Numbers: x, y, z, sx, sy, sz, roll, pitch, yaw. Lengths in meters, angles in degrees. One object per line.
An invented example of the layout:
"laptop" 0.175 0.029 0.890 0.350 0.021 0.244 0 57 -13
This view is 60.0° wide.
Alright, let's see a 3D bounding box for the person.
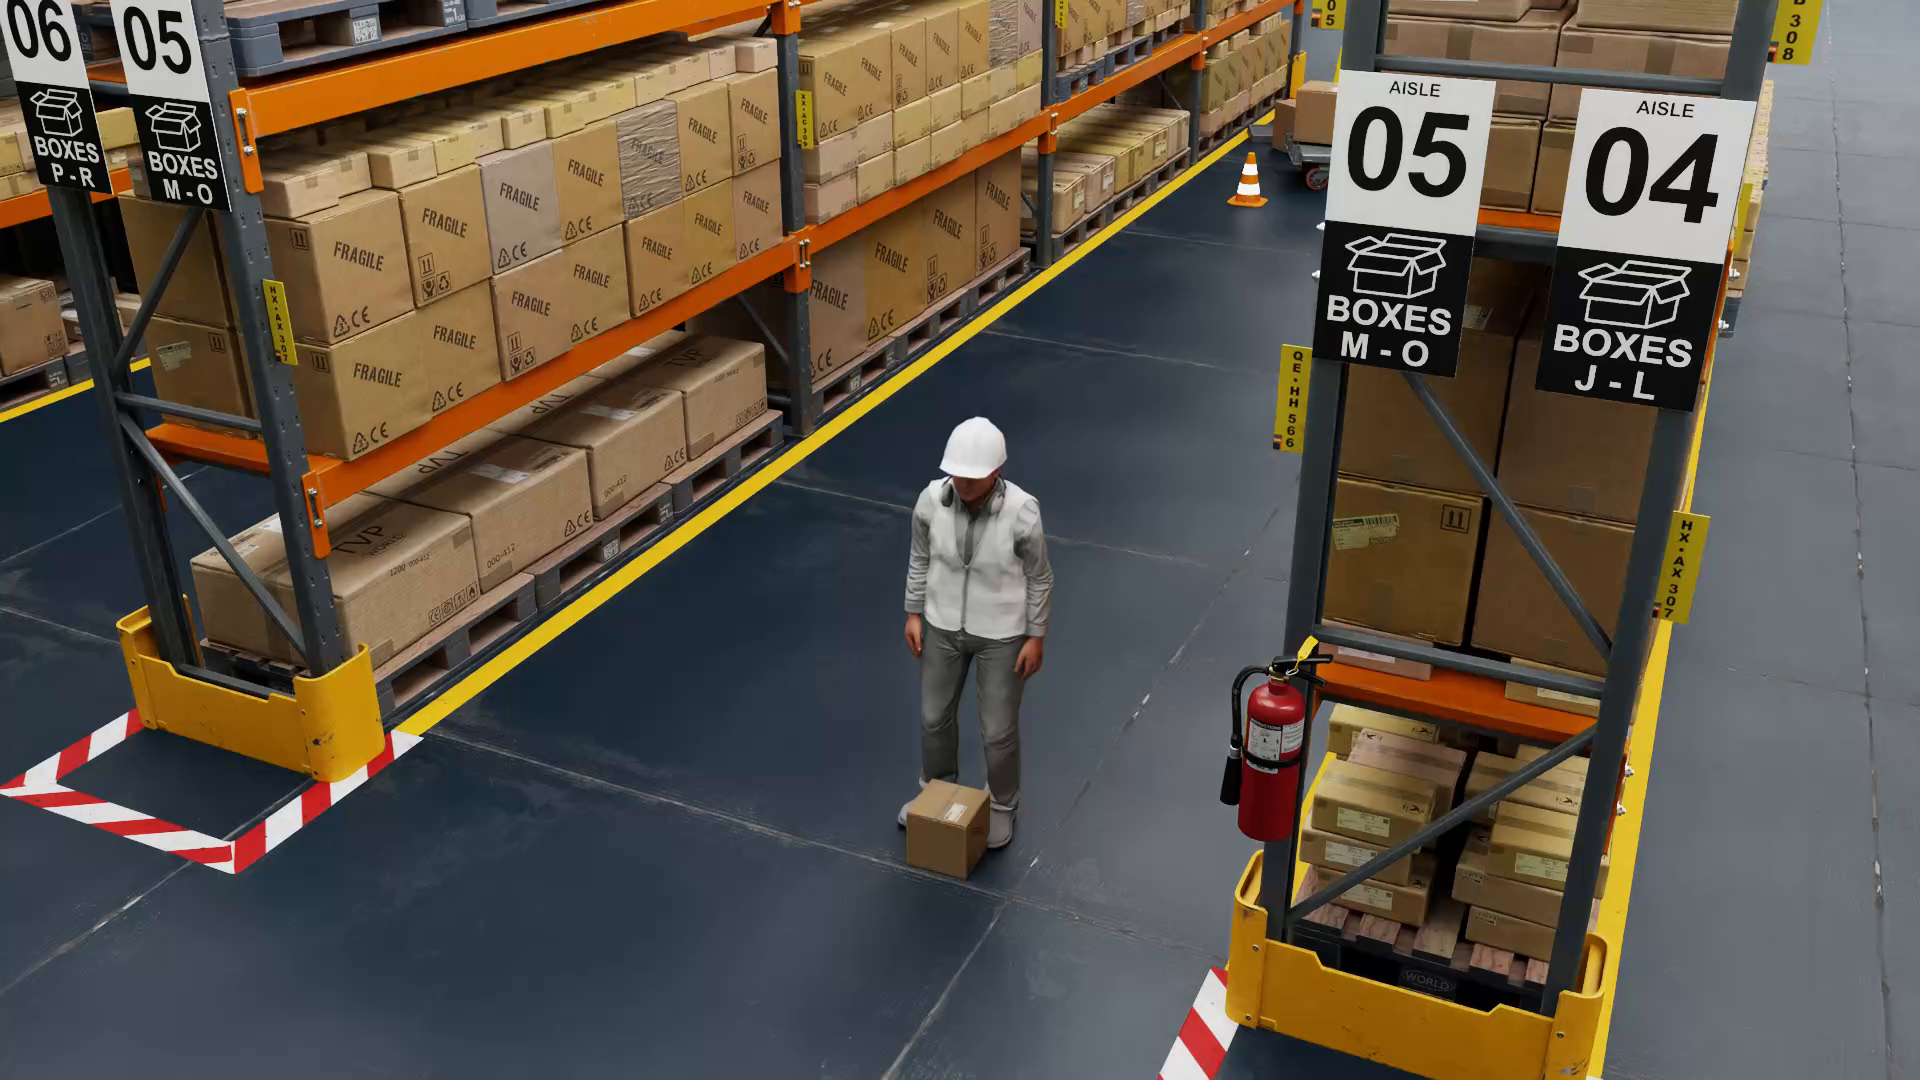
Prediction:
"person" 0.059 0.339 6.388 0.578 1.769 0.466 10 28 20
